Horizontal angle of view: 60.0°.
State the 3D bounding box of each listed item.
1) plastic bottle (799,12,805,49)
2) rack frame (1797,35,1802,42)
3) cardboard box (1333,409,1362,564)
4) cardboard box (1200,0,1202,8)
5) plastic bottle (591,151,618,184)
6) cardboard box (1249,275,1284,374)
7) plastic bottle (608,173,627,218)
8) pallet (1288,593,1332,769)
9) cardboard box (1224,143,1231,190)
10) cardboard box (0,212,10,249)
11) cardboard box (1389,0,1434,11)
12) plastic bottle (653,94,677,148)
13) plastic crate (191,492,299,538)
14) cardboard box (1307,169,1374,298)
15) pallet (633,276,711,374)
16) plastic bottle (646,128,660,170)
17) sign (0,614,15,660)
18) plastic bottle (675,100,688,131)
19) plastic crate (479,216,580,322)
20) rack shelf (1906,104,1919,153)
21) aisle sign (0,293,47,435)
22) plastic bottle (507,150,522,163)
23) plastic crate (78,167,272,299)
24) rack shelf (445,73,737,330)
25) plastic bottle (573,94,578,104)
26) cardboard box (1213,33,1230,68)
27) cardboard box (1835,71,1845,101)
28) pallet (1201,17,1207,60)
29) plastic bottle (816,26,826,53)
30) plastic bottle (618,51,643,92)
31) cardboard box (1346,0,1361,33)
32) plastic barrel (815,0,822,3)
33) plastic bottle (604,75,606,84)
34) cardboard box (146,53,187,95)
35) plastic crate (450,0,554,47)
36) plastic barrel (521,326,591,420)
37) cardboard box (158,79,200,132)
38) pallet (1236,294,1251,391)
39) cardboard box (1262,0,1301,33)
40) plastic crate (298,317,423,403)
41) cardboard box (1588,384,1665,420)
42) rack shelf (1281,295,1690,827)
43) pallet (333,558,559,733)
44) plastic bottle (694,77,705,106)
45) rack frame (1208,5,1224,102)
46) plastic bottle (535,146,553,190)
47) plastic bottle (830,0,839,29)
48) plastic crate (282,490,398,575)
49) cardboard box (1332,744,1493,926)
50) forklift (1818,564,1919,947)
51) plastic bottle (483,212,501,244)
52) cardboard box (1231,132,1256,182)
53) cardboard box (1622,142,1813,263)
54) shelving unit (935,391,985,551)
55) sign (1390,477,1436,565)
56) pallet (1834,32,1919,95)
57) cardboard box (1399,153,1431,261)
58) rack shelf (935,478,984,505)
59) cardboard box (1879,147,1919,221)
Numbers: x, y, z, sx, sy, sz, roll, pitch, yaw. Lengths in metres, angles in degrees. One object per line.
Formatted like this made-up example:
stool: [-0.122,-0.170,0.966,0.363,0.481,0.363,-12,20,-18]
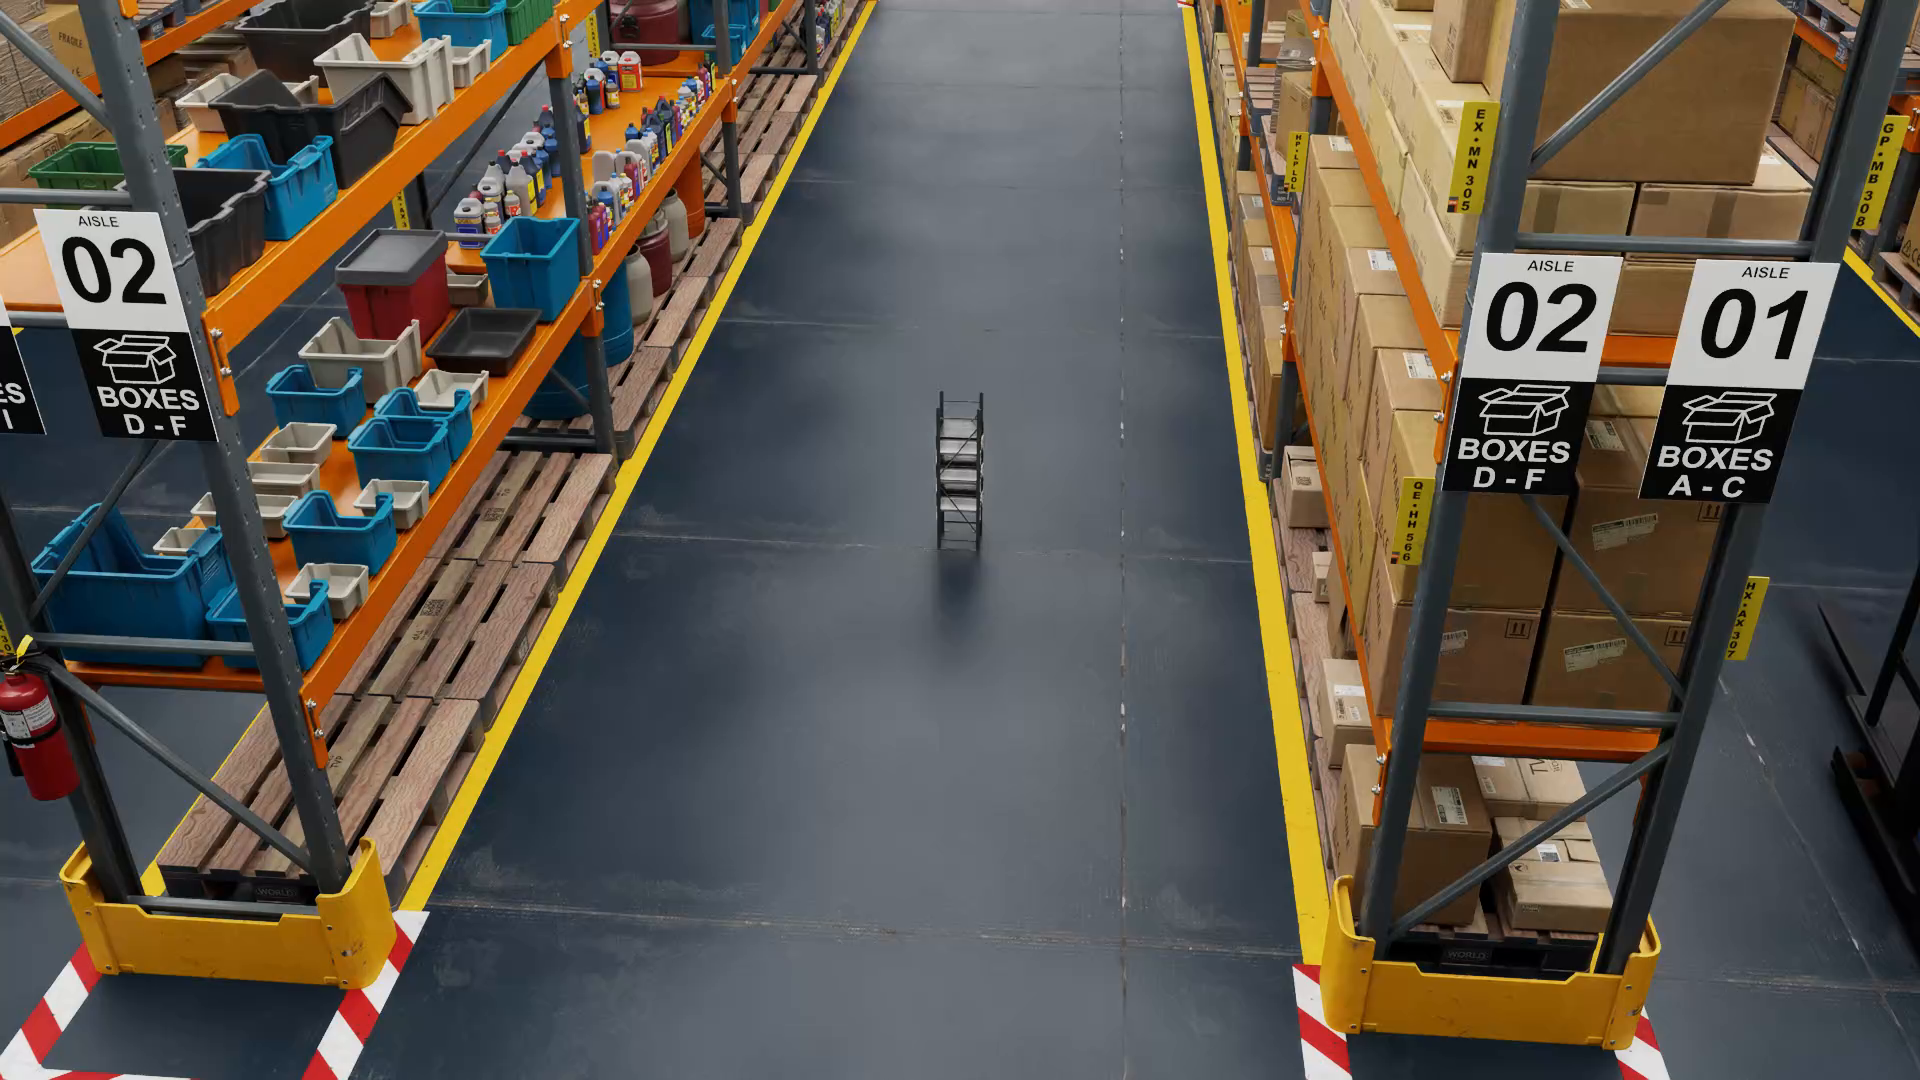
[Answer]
plastic bottle: [-1.614,-5.356,17.467,0.144,0.351,0.185,2,32,4]
rack frame: [7.925,-5.462,15.535,1.000,3.000,0.127,2,32,4]
cardboard box: [1.860,-0.218,6.929,0.500,0.500,0.500,3,32,4]
cardboard box: [3.011,-6.239,19.016,0.500,0.250,0.500,2,32,4]
plastic bottle: [-2.259,-2.366,10.628,0.152,0.276,0.135,2,32,4]
cardboard box: [2.180,-1.402,10.910,0.500,0.500,0.500,3,32,5]
plastic bottle: [-2.117,-2.124,10.240,0.097,0.271,0.097,0,32,0]
pallet: [2.182,0.697,8.198,1.003,0.211,1.213,2,32,4]
cardboard box: [2.500,-3.144,13.993,0.500,0.250,0.500,2,32,3]
cardboard box: [-7.433,-1.991,11.527,1.225,0.875,0.875,1,32,2]
cardboard box: [2.118,-2.461,6.757,0.700,0.500,0.500,2,32,4]
plastic bottle: [-2.030,-2.864,11.366,0.144,0.351,0.185,2,32,4]
plastic crate: [-3.002,-0.109,7.042,0.396,0.136,0.243,2,32,4]
cardboard box: [1.976,-1.453,7.980,0.500,0.500,0.500,2,32,2]
pallet: [-2.399,-1.556,11.855,1.003,0.211,1.213,2,32,4]
plastic bottle: [-2.044,-2.589,10.995,0.097,0.271,0.097,0,32,0]
sign: [-3.476,0.305,6.021,0.100,0.325,0.005,2,32,4]
plastic bottle: [-1.977,-2.994,11.719,0.097,0.201,0.097,0,32,0]
plastic crate: [-2.299,-1.462,9.002,0.392,0.384,0.575,2,32,4]
rack shelf: [7.436,-2.019,10.632,1.077,0.370,4.000,2,32,4]
aisle sign: [-3.224,-0.692,5.317,0.394,0.787,0.004,2,32,4]
plastic bottle: [-2.820,-2.324,10.561,0.152,0.276,0.135,2,32,4]
plastic crate: [-2.617,-1.021,5.594,0.497,0.269,0.590,2,32,4]
rack shelf: [-2.438,-2.442,11.319,1.077,0.370,4.000,2,32,4]
plastic bottle: [-2.736,-3.035,11.718,0.097,0.271,0.097,0,32,0]
cardboard box: [2.705,-4.713,16.005,0.500,0.311,0.500,3,32,4]
cardboard box: [7.752,-3.756,14.015,0.500,0.250,0.500,2,32,4]
pallet: [3.191,-5.539,18.316,1.003,0.211,1.213,2,32,4]
plastic bottle: [-1.487,-5.231,17.337,0.152,0.276,0.135,4,32,6]
plastic bottle: [-2.481,-3.522,12.505,0.152,0.276,0.135,2,32,4]
cardboard box: [2.010,-2.409,7.388,0.500,0.250,0.500,2,32,4]
plastic barrel: [-1.642,-6.487,19.169,0.421,0.512,0.421,0,32,0]
plastic bottle: [-2.677,-3.386,12.356,0.097,0.201,0.097,0,32,0]
cardboard box: [-7.154,-4.077,14.536,0.500,0.250,0.500,6,32,10]
plastic crate: [-2.334,-2.655,8.322,0.450,0.188,0.662,2,32,4]
plastic barrel: [-2.539,-1.271,10.334,0.600,0.901,0.708,2,32,4]
cardboard box: [-7.144,-3.770,14.752,0.700,0.500,0.500,0,32,0]
pallet: [2.461,-1.368,11.549,1.003,0.211,1.213,2,32,4]
cardboard box: [2.782,-4.501,13.879,0.500,0.500,0.500,1,32,1]
plastic crate: [-2.908,-0.887,8.166,0.437,0.282,0.530,2,32,4]
cardboard box: [2.344,-0.360,6.207,0.500,0.500,0.500,3,32,4]
rack shelf: [2.173,-0.137,7.579,1.077,0.370,4.000,2,32,4]
pallet: [-2.718,0.511,8.500,1.003,0.211,1.213,2,32,4]
plastic bottle: [-1.929,-3.299,12.214,0.097,0.201,0.097,0,32,0]
rack frame: [2.987,-5.672,15.875,1.000,3.000,0.127,2,32,4]
plastic bottle: [-2.683,-2.397,10.683,0.097,0.271,0.097,0,32,0]
plastic bottle: [-1.405,-5.768,18.136,0.144,0.351,0.185,4,32,6]
plastic crate: [-2.524,-0.024,6.813,0.416,0.233,0.300,2,32,4]
cardboard box: [1.809,1.185,6.712,0.500,0.500,0.500,2,32,4]
forklift: [4.560,0.058,6.643,1.130,2.935,3.031,4,32,7]
plastic bottle: [-2.765,-1.842,9.849,0.097,0.201,0.097,0,32,0]
cardboard box: [2.459,-3.112,13.406,0.500,0.311,0.500,3,32,5]
cardboard box: [2.312,-1.081,5.232,0.500,0.250,0.500,2,32,4]
shelving unit: [-0.001,-0.379,9.287,0.258,0.900,0.210,2,32,4]
sign: [1.459,-0.059,5.362,0.100,0.325,0.005,2,32,4]
pallet: [7.551,-3.666,12.803,1.213,0.211,1.003,2,32,4]
cardboard box: [1.841,-1.151,5.823,0.500,0.250,0.500,2,32,4]
rack shelf: [-0.001,-0.274,9.352,0.258,0.077,0.200,2,32,4]
cardboard box: [7.606,-2.872,13.296,0.700,0.500,0.500,3,32,5]
